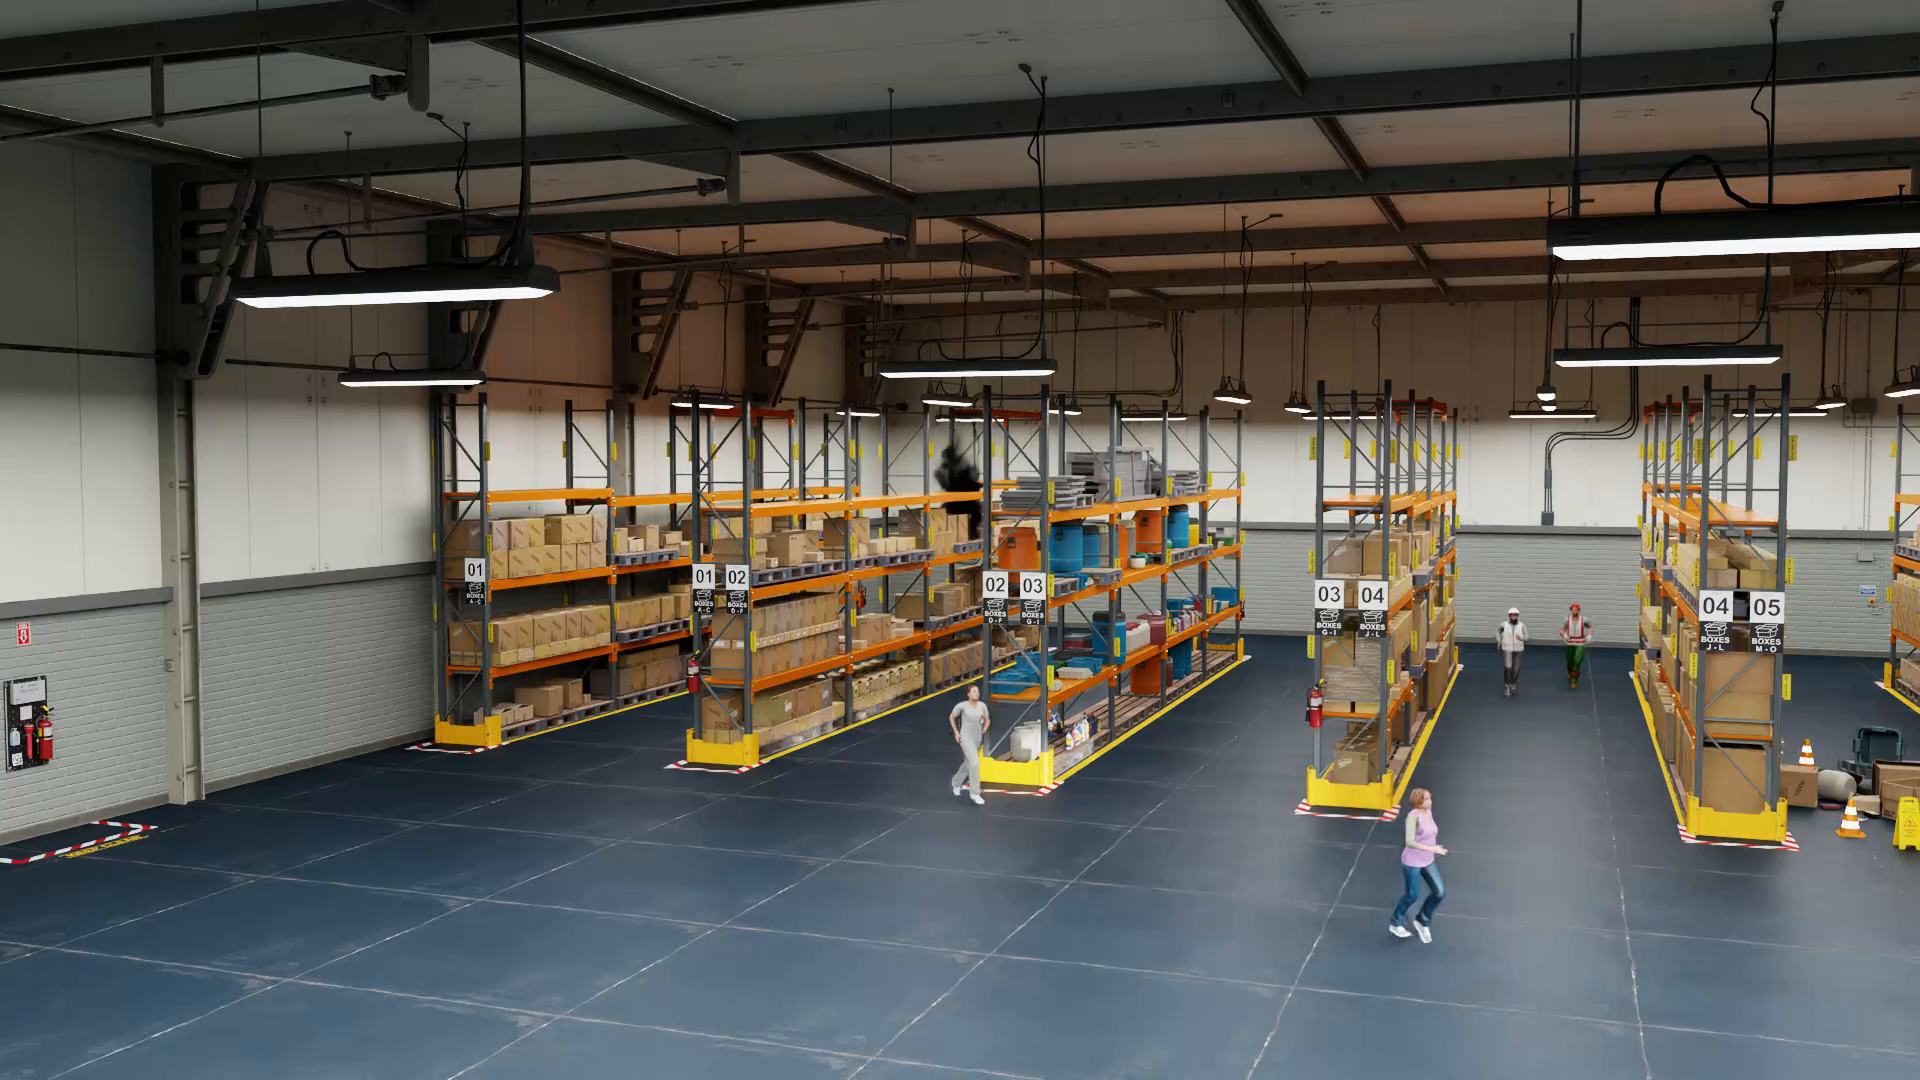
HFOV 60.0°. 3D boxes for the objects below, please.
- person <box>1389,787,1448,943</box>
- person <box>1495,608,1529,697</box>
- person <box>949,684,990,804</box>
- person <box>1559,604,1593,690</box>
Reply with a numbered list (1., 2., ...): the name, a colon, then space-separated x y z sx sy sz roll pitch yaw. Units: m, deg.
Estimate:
1. person: 4.690 3.315 16.911 0.558 1.625 0.673 -3 4 -40
2. person: 11.353 2.302 34.180 0.624 1.831 0.752 0 3 9
3. person: 0.175 2.875 23.800 0.558 1.658 0.903 -2 4 -32
4. person: 13.083 2.237 35.326 0.668 1.787 0.942 2 3 27
